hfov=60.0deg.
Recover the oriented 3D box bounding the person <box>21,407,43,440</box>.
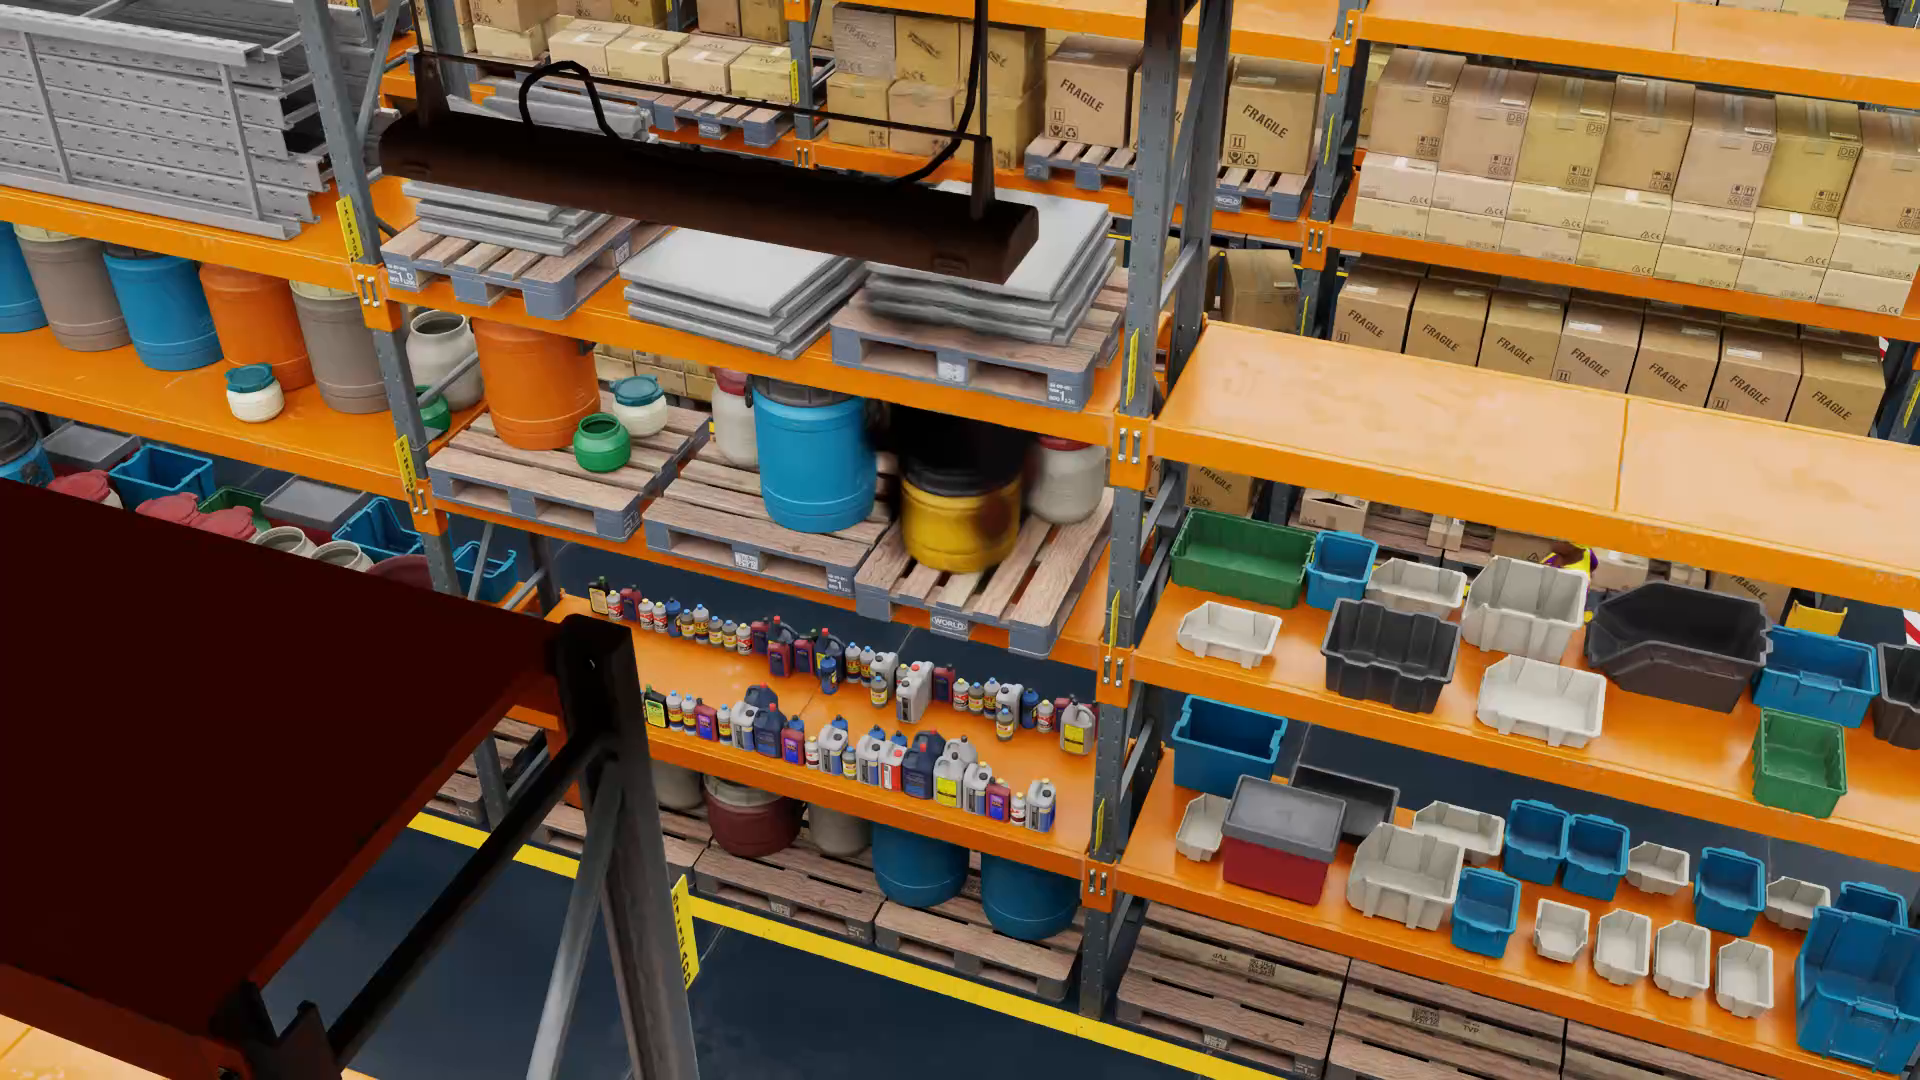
[{"bbox_3d":[-7.560,-1.226,13.663,0.783,1.698,0.579,7,37,10],"label":"person"}]

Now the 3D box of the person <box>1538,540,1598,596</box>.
[{"bbox_3d":[3.924,0.580,11.086,0.991,1.748,0.670,6,37,8],"label":"person"}]
